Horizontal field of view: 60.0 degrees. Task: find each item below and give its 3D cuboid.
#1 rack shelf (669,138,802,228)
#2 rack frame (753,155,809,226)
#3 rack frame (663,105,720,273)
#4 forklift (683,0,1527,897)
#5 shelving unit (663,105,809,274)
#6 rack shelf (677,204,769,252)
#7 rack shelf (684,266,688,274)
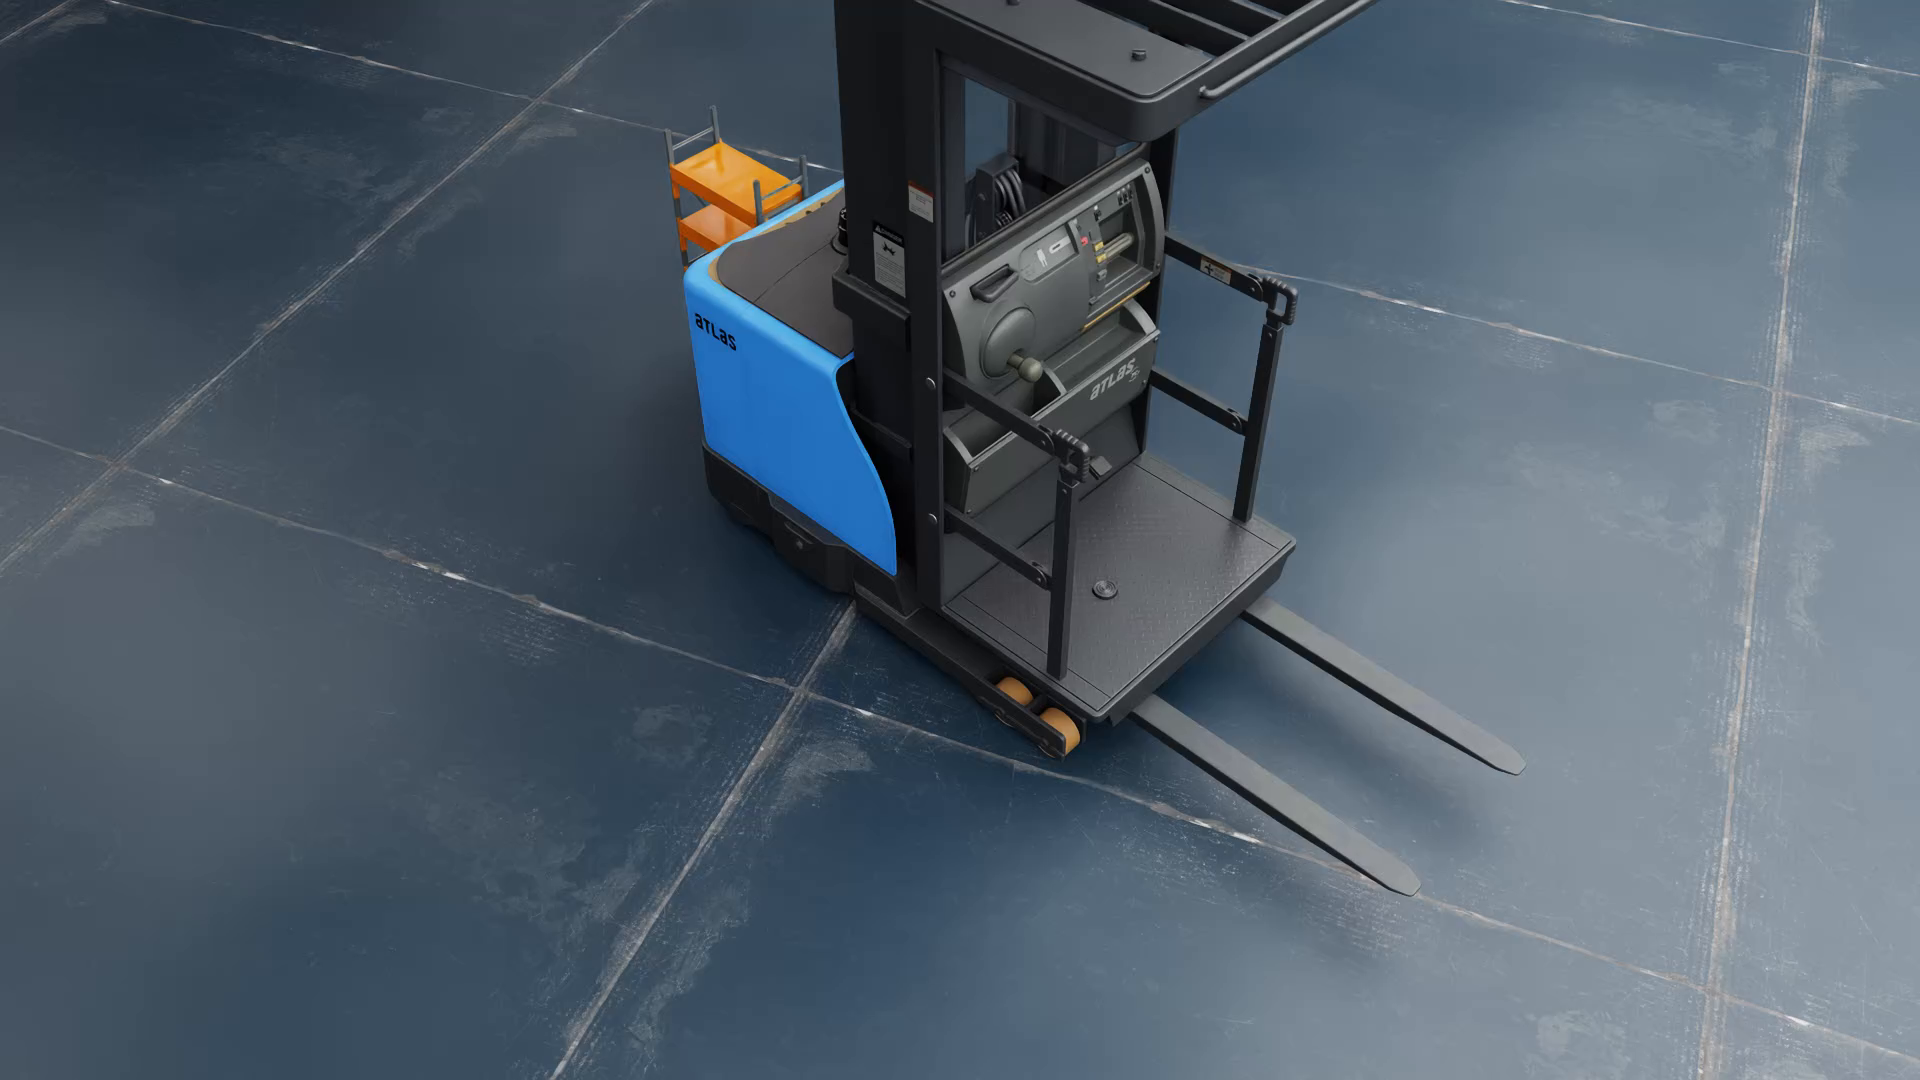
[{"bbox_3d":[-0.814,-1.282,6.131,0.480,0.148,0.258,34,54,29],"label":"rack shelf"},{"bbox_3d":[-0.637,-0.886,6.289,0.015,1.200,0.240,34,54,29],"label":"rack frame"},{"bbox_3d":[-0.992,-1.122,6.527,0.015,1.200,0.240,34,54,29],"label":"rack frame"},{"bbox_3d":[0.454,-0.737,4.913,3.031,2.935,1.130,34,54,29],"label":"forklift"},{"bbox_3d":[-0.814,-1.004,6.408,0.503,1.200,0.258,34,54,29],"label":"shelving unit"},{"bbox_3d":[-0.814,-1.115,6.298,0.480,0.148,0.258,34,54,29],"label":"rack shelf"},{"bbox_3d":[-0.814,-0.956,6.456,0.480,0.148,0.258,34,54,29],"label":"rack shelf"}]
